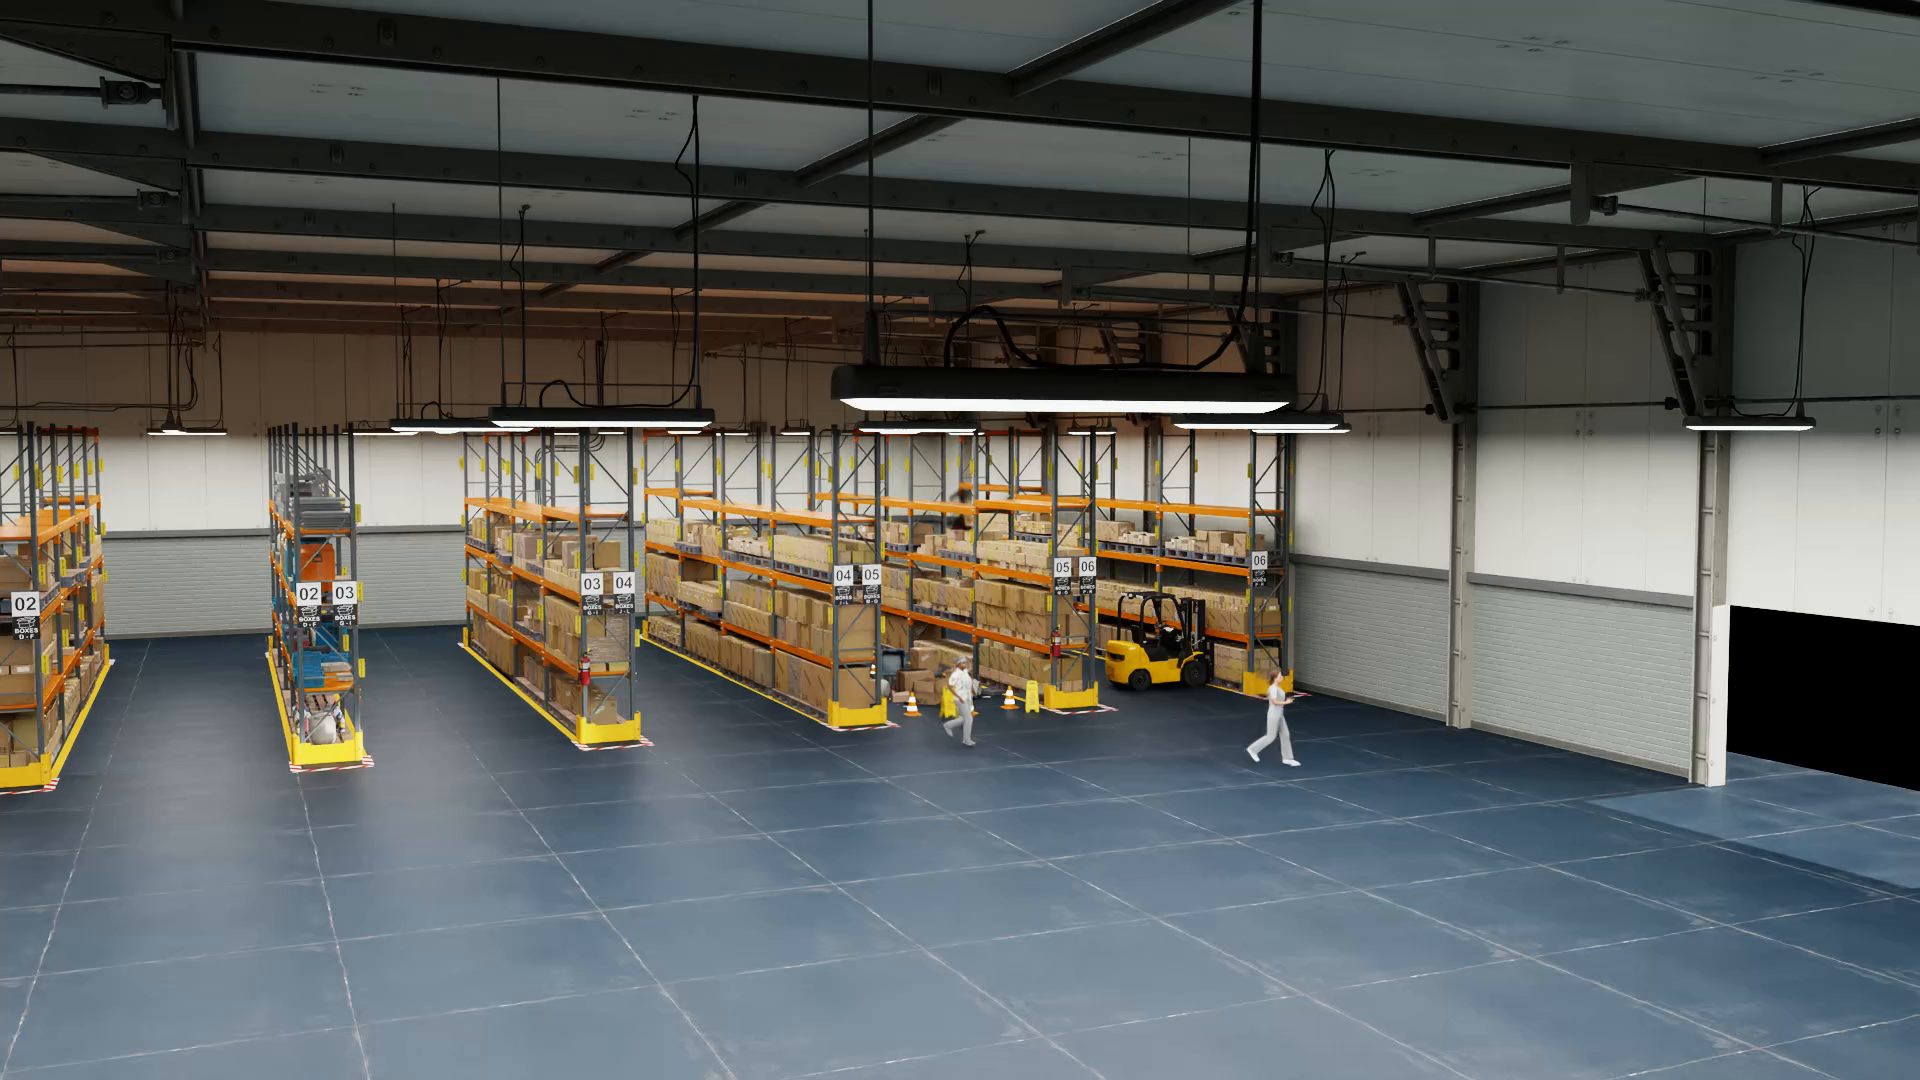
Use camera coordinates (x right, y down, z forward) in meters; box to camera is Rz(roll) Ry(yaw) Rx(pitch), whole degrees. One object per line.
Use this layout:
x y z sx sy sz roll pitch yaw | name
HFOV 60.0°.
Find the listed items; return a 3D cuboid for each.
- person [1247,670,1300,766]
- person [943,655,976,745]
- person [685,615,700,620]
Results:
5.480 3.089 29.020 0.929 1.662 0.584 1 4 22 | person
-0.005 2.990 31.218 0.693 1.692 0.576 2 4 28 | person
-8.056 1.842 49.318 0.863 1.806 0.765 2 4 29 | person
